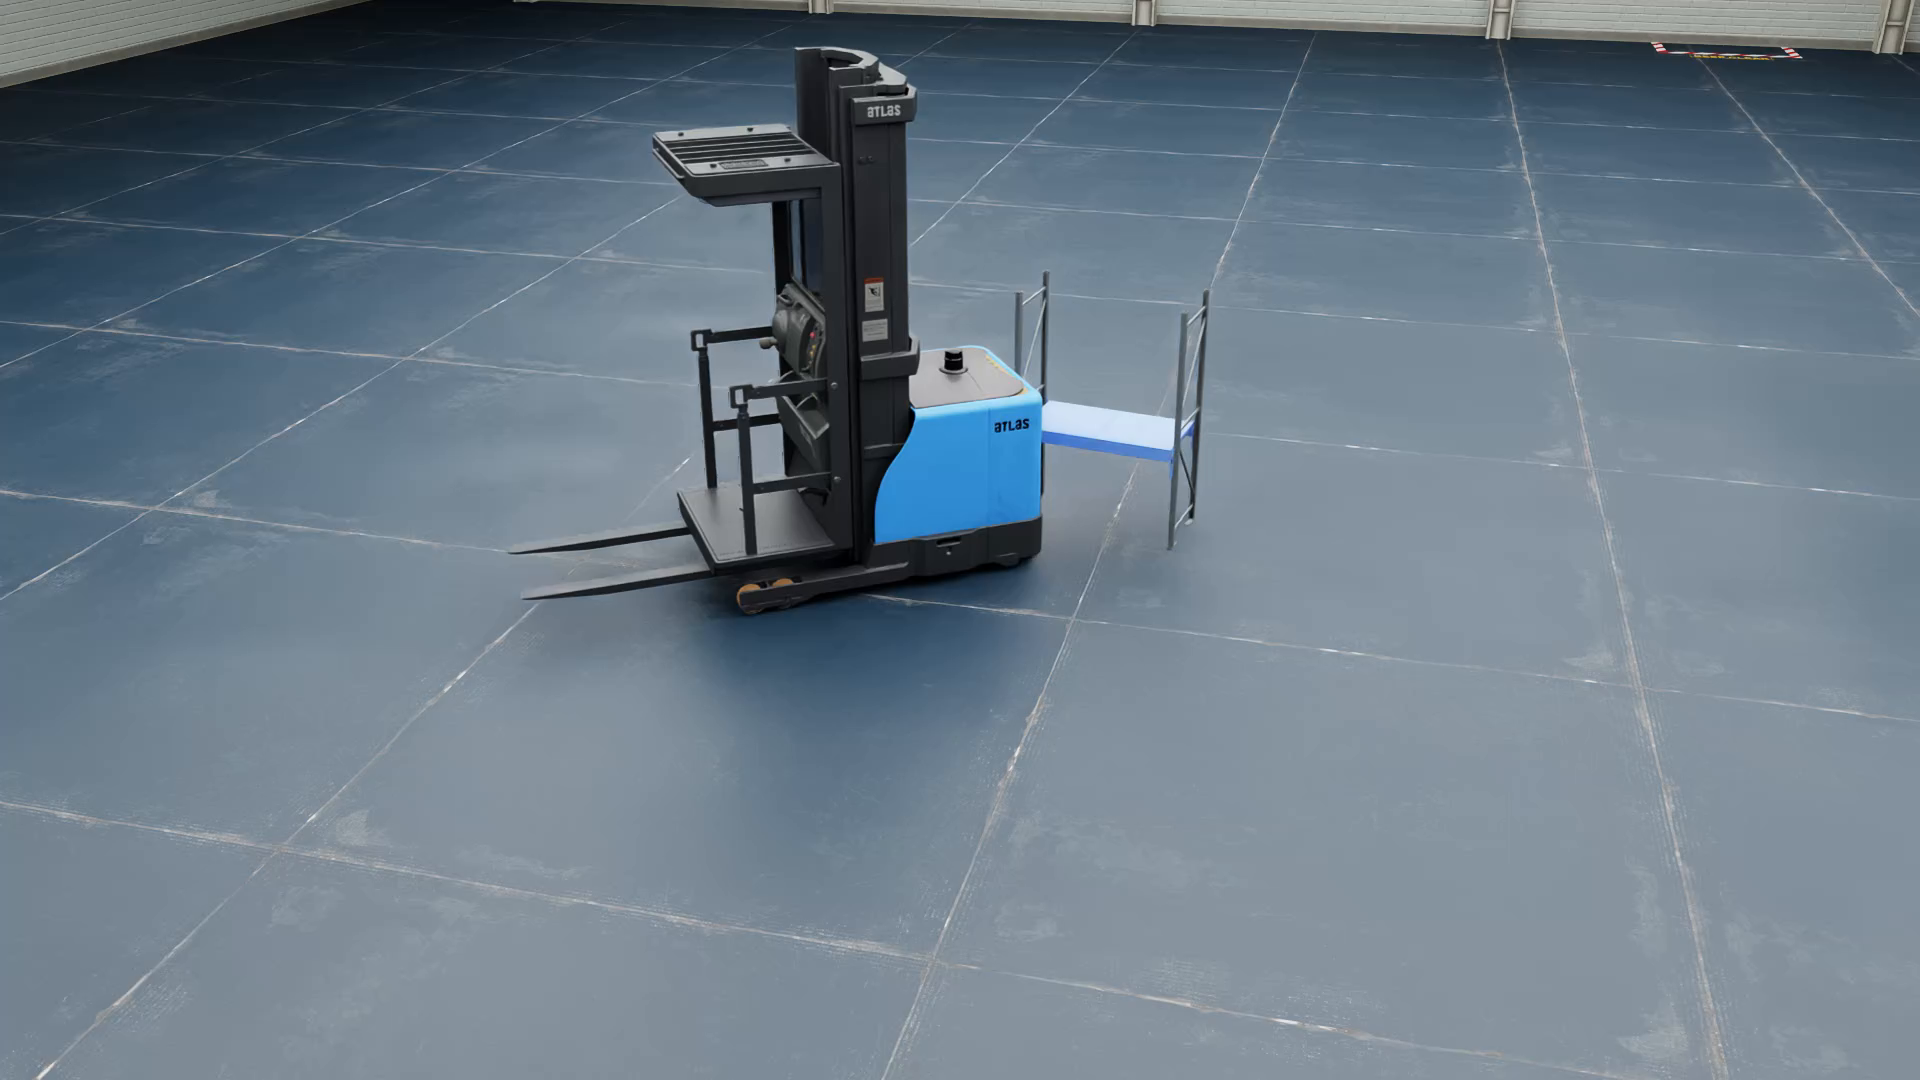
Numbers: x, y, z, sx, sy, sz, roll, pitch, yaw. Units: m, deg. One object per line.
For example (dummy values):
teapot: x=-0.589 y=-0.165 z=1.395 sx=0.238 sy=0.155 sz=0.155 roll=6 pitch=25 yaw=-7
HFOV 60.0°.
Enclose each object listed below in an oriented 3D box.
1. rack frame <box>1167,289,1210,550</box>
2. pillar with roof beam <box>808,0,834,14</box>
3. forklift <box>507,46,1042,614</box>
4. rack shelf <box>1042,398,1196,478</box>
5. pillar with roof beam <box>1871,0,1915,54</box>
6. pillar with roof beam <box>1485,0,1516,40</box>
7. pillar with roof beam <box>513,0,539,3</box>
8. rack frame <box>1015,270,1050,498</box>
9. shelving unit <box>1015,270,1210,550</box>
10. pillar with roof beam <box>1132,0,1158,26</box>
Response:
rack frame: x=1.376 y=-0.716 z=10.009 sx=0.032 sy=1.500 sz=0.500 roll=10 pitch=27 yaw=21
pillar with roof beam: x=-3.630 y=-12.025 z=25.040 sx=0.400 sy=9.000 sz=9.100 roll=6 pitch=26 yaw=13
forklift: x=-1.084 y=-1.162 z=9.281 sx=3.031 sy=2.935 sz=1.130 roll=-9 pitch=27 yaw=-18
rack shelf: x=0.909 y=-0.640 z=10.267 sx=1.000 sy=0.185 sz=0.538 roll=10 pitch=27 yaw=21
pillar with roof beam: x=13.803 y=-10.098 z=20.993 sx=0.400 sy=9.000 sz=9.100 roll=6 pitch=26 yaw=13
pillar with roof beam: x=7.992 y=-10.741 z=22.342 sx=0.400 sy=9.000 sz=9.100 roll=6 pitch=26 yaw=13
pillar with roof beam: x=-9.441 y=-12.668 z=26.389 sx=0.400 sy=9.000 sz=9.100 roll=6 pitch=26 yaw=13
rack frame: x=0.442 y=-0.889 z=10.372 sx=0.032 sy=1.500 sz=0.500 roll=10 pitch=27 yaw=21
shelving unit: x=0.909 y=-0.802 z=10.190 sx=1.048 sy=1.500 sz=0.538 roll=10 pitch=27 yaw=21
pillar with roof beam: x=2.181 y=-11.383 z=23.691 sx=0.400 sy=9.000 sz=9.100 roll=6 pitch=26 yaw=13
